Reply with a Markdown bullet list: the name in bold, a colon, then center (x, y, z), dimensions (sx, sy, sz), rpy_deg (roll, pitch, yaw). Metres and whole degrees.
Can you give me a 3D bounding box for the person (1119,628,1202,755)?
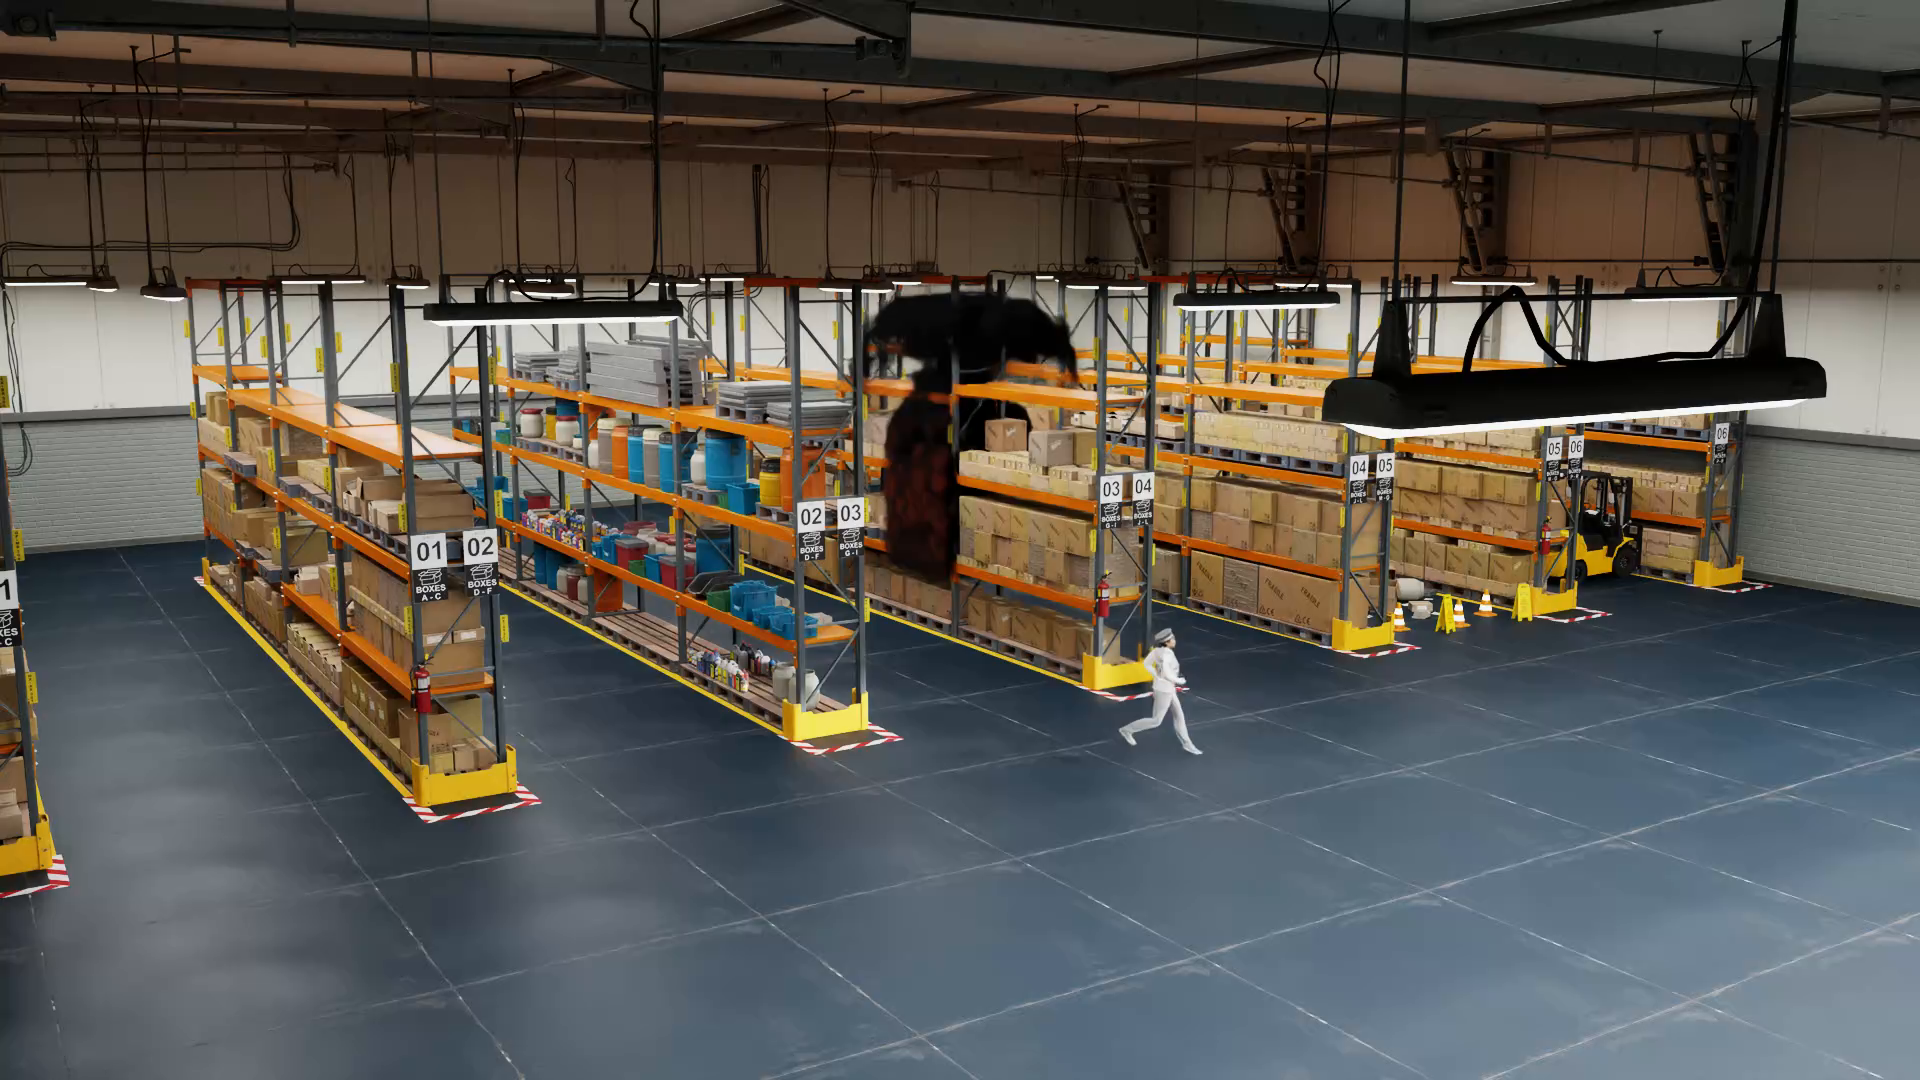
- **person**: center (2.590, 1.964, 21.338), dimensions (1.094, 1.704, 0.583), rpy_deg (0, 10, 0)
